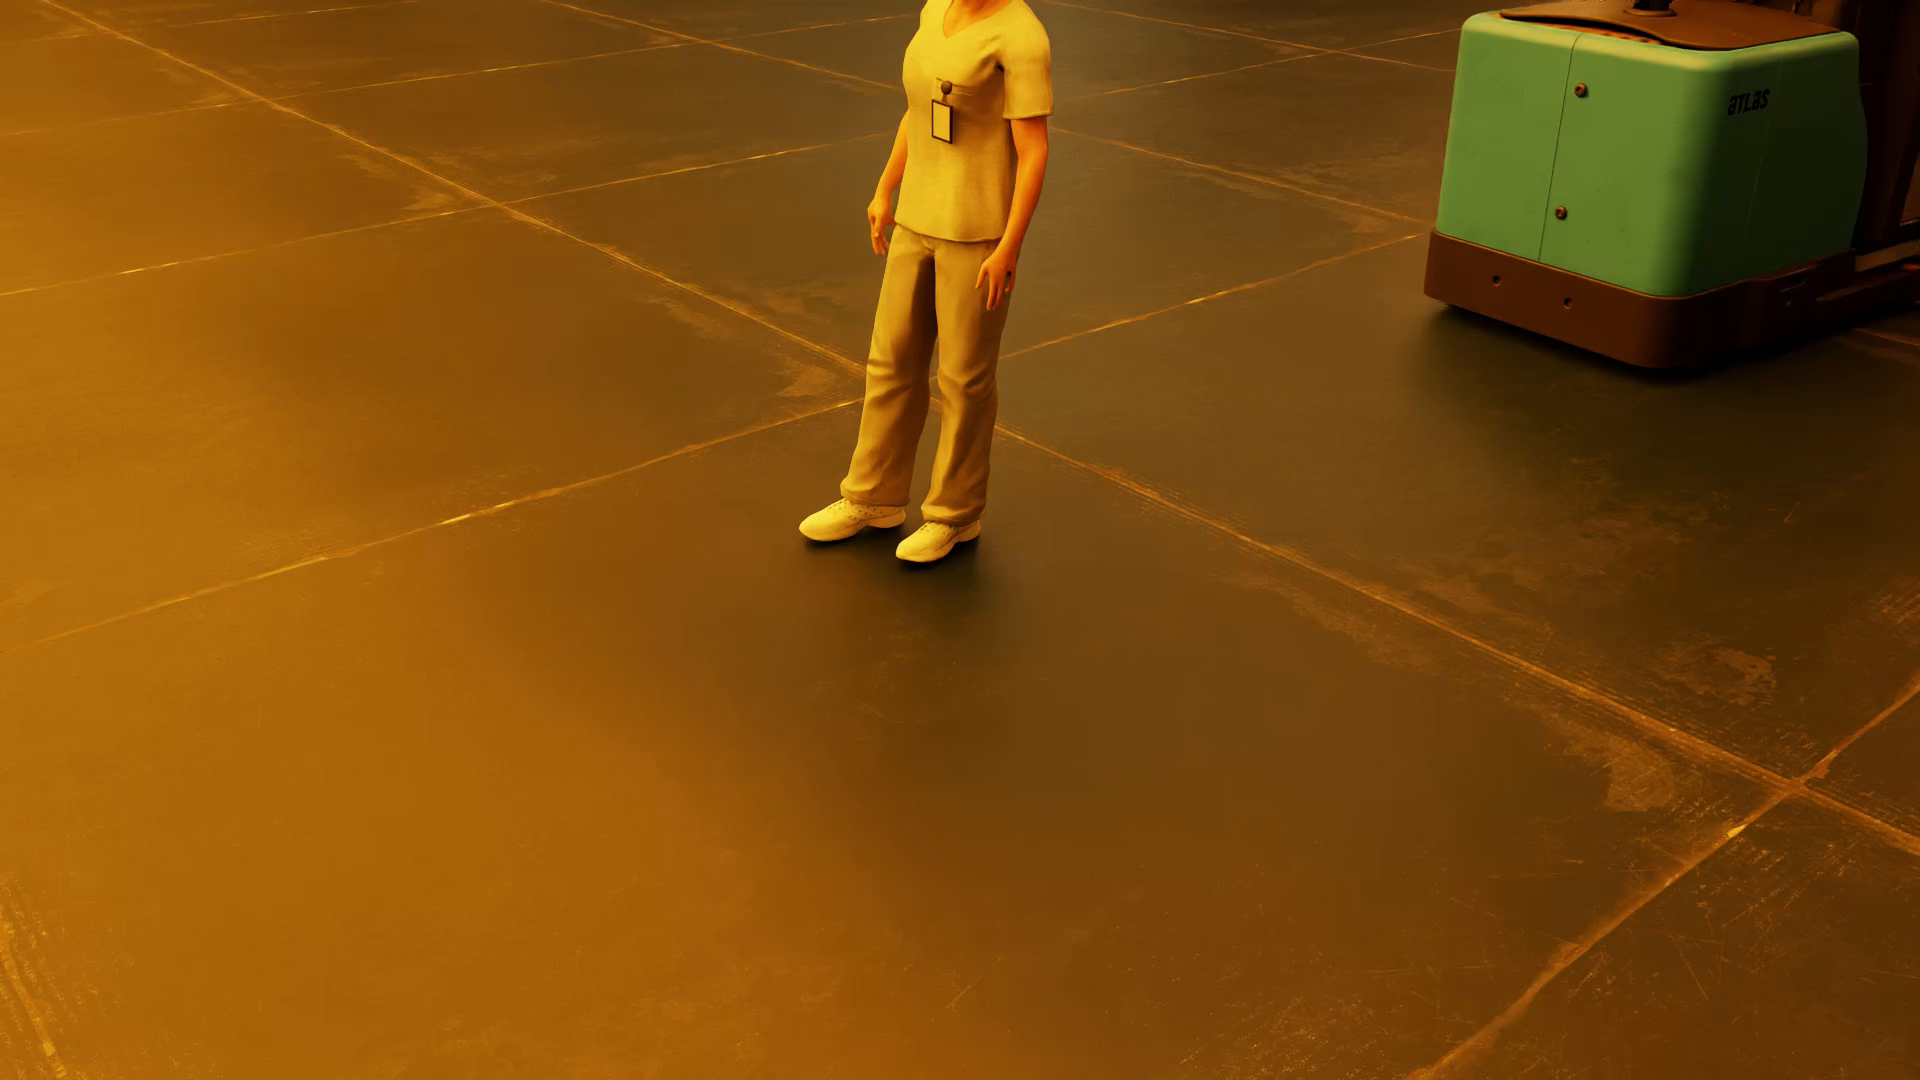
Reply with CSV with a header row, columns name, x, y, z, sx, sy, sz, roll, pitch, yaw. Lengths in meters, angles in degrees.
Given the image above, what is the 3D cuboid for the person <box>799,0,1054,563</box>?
name,x,y,z,sx,sy,sz,roll,pitch,yaw
person,-0.066,-0.741,4.092,0.548,1.673,0.549,-20,33,-35

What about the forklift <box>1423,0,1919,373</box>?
name,x,y,z,sx,sy,sz,roll,pitch,yaw
forklift,3.231,-2.367,5.974,3.031,2.935,1.130,-17,31,-31
